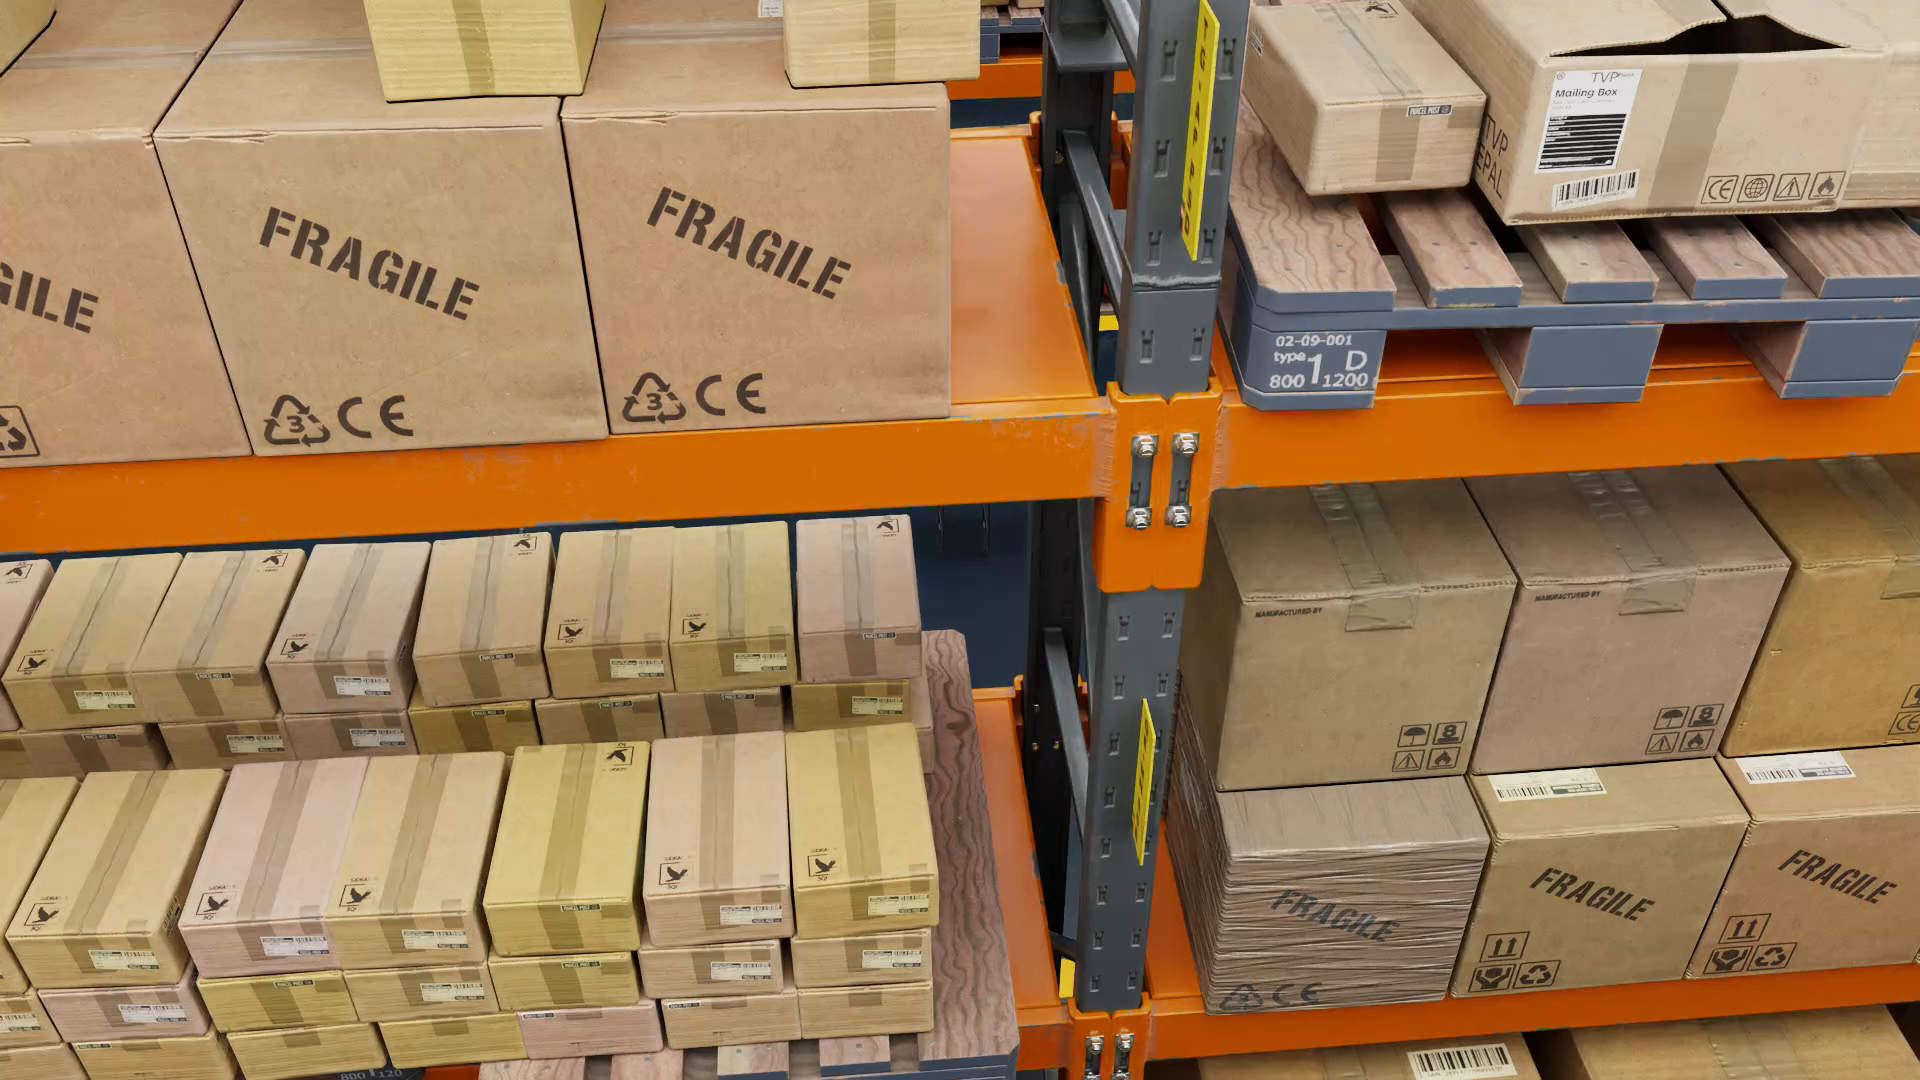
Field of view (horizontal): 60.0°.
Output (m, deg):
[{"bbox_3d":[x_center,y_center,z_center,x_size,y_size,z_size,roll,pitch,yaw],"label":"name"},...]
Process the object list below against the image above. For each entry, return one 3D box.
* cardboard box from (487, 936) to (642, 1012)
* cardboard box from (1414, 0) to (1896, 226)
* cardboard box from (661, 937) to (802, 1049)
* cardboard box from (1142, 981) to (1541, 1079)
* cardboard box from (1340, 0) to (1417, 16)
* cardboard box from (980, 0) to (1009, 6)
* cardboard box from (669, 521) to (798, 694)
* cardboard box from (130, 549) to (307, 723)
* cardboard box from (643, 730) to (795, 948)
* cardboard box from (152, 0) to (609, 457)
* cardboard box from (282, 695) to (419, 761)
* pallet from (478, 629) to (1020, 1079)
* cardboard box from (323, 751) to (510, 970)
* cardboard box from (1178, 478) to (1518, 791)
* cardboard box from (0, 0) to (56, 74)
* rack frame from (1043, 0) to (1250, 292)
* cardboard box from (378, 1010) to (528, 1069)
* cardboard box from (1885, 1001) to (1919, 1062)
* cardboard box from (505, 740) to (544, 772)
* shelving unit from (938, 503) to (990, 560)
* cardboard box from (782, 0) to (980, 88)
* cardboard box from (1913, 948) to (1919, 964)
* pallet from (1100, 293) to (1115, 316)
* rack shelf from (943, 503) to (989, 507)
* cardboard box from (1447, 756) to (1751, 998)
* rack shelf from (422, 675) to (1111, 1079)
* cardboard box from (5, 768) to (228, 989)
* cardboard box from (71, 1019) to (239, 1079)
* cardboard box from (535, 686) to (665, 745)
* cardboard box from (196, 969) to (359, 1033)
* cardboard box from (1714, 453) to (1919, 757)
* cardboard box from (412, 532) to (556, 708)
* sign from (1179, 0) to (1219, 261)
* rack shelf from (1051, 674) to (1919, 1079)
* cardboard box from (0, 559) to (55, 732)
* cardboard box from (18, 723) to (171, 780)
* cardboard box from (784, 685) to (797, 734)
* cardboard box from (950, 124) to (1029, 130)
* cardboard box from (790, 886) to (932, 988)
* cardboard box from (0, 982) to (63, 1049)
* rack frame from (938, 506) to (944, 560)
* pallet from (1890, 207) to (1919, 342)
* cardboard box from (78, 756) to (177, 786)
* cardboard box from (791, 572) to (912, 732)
[{"bbox_3d":[-0.716,0.672,3.100,0.250,0.149,0.380,-2,38,-3],"label":"cardboard box"},{"bbox_3d":[1.003,-0.735,2.491,0.500,0.311,0.500,-3,38,-4],"label":"cardboard box"},{"bbox_3d":[-0.435,0.772,3.213,0.250,0.149,0.380,-3,38,-4],"label":"cardboard box"},{"bbox_3d":[0.877,1.256,4.214,0.750,0.750,1.050,-4,38,-5],"label":"cardboard box"},{"bbox_3d":[0.840,-0.943,2.871,0.250,0.166,0.380,-3,38,-4],"label":"cardboard box"},{"bbox_3d":[0.064,-2.502,7.364,0.250,0.149,0.380,-5,39,-7],"label":"cardboard box"},{"bbox_3d":[-0.482,0.138,3.537,0.250,0.149,0.380,-4,38,-5],"label":"cardboard box"},{"bbox_3d":[-1.524,0.195,3.465,0.250,0.149,0.380,-2,38,-3],"label":"cardboard box"},{"bbox_3d":[-0.435,0.538,3.030,0.250,0.149,0.380,-4,38,-5],"label":"cardboard box"},{"bbox_3d":[-0.780,-0.478,2.432,0.500,0.500,0.500,-3,38,-4],"label":"cardboard box"},{"bbox_3d":[-1.271,0.295,3.578,0.250,0.149,0.380,-3,38,-4],"label":"cardboard box"},{"bbox_3d":[-0.437,0.696,3.602,1.003,0.211,1.213,-3,38,-4],"label":"pallet"},{"bbox_3d":[-0.961,0.569,2.991,0.250,0.149,0.380,-2,38,-3],"label":"cardboard box"},{"bbox_3d":[0.711,0.065,3.358,0.500,0.500,0.700,-3,38,-4],"label":"cardboard box"},{"bbox_3d":[-1.396,-0.736,2.141,0.258,0.266,0.396,-3,38,-4],"label":"cardboard box"},{"bbox_3d":[0.263,-1.840,1.817,0.127,3.000,1.000,-3,38,-4],"label":"rack frame"},{"bbox_3d":[-0.940,0.798,3.181,0.250,0.149,0.380,-4,38,-5],"label":"cardboard box"},{"bbox_3d":[2.676,1.154,4.342,0.750,0.750,1.050,-3,38,-4],"label":"cardboard box"},{"bbox_3d":[-1.005,0.395,3.692,0.250,0.149,0.380,-1,38,-2],"label":"cardboard box"},{"bbox_3d":[0.014,-0.472,6.379,0.189,1.200,0.258,-3,38,-4],"label":"shelving unit"},{"bbox_3d":[-0.117,-0.819,2.247,0.258,0.266,0.396,-3,38,-4],"label":"cardboard box"},{"bbox_3d":[2.239,0.535,3.569,0.500,0.500,0.500,-4,38,-4],"label":"cardboard box"},{"bbox_3d":[0.502,-1.480,8.456,1.213,0.211,1.003,-3,38,-4],"label":"pallet"},{"bbox_3d":[0.014,-0.249,6.556,0.180,0.103,0.258,-3,38,-4],"label":"rack shelf"},{"bbox_3d":[1.240,0.589,3.502,0.500,0.500,0.500,-3,38,-4],"label":"cardboard box"},{"bbox_3d":[-1.729,0.908,3.759,4.000,0.370,1.077,-3,38,-4],"label":"rack shelf"},{"bbox_3d":[-1.473,0.595,2.958,0.250,0.149,0.380,-1,38,-2],"label":"cardboard box"},{"bbox_3d":[-1.466,0.827,3.144,0.250,0.149,0.380,-2,38,-3],"label":"cardboard box"},{"bbox_3d":[-0.772,0.268,3.613,0.250,0.149,0.380,-4,38,-5],"label":"cardboard box"},{"bbox_3d":[-1.214,0.698,3.068,0.250,0.149,0.380,-3,38,-4],"label":"cardboard box"},{"bbox_3d":[1.726,0.007,3.431,0.500,0.500,0.700,-4,38,-5],"label":"cardboard box"},{"bbox_3d":[-0.991,0.163,3.506,0.250,0.149,0.380,-5,39,-6],"label":"cardboard box"},{"bbox_3d":[0.309,-0.530,2.161,0.005,0.325,0.100,-3,38,-4],"label":"sign"},{"bbox_3d":[2.255,0.688,4.037,4.000,0.370,1.077,-3,38,-4],"label":"rack shelf"},{"bbox_3d":[-2.040,0.222,3.431,0.250,0.149,0.380,-5,39,-6],"label":"cardboard box"},{"bbox_3d":[-1.787,0.324,3.542,0.250,0.149,0.380,-2,38,-2],"label":"cardboard box"},{"bbox_3d":[-0.468,0.364,3.731,0.250,0.149,0.380,-1,38,-2],"label":"cardboard box"},{"bbox_3d":[0.288,-1.691,8.254,0.625,0.372,0.950,-6,39,-7],"label":"cardboard box"},{"bbox_3d":[-0.189,0.640,3.140,0.250,0.149,0.380,-2,38,-3],"label":"cardboard box"},{"bbox_3d":[-1.731,0.727,3.031,0.250,0.149,0.380,-4,38,-5],"label":"cardboard box"},{"bbox_3d":[-0.077,-0.467,6.373,0.006,1.200,0.240,-3,38,-4],"label":"rack frame"},{"bbox_3d":[2.013,-0.719,2.971,1.213,0.211,1.003,-1,38,-2],"label":"pallet"},{"bbox_3d":[-1.780,0.437,3.639,0.250,0.149,0.380,-4,38,-5],"label":"cardboard box"},{"bbox_3d":[-0.236,0.235,3.654,0.250,0.149,0.380,-2,38,-2],"label":"cardboard box"}]
